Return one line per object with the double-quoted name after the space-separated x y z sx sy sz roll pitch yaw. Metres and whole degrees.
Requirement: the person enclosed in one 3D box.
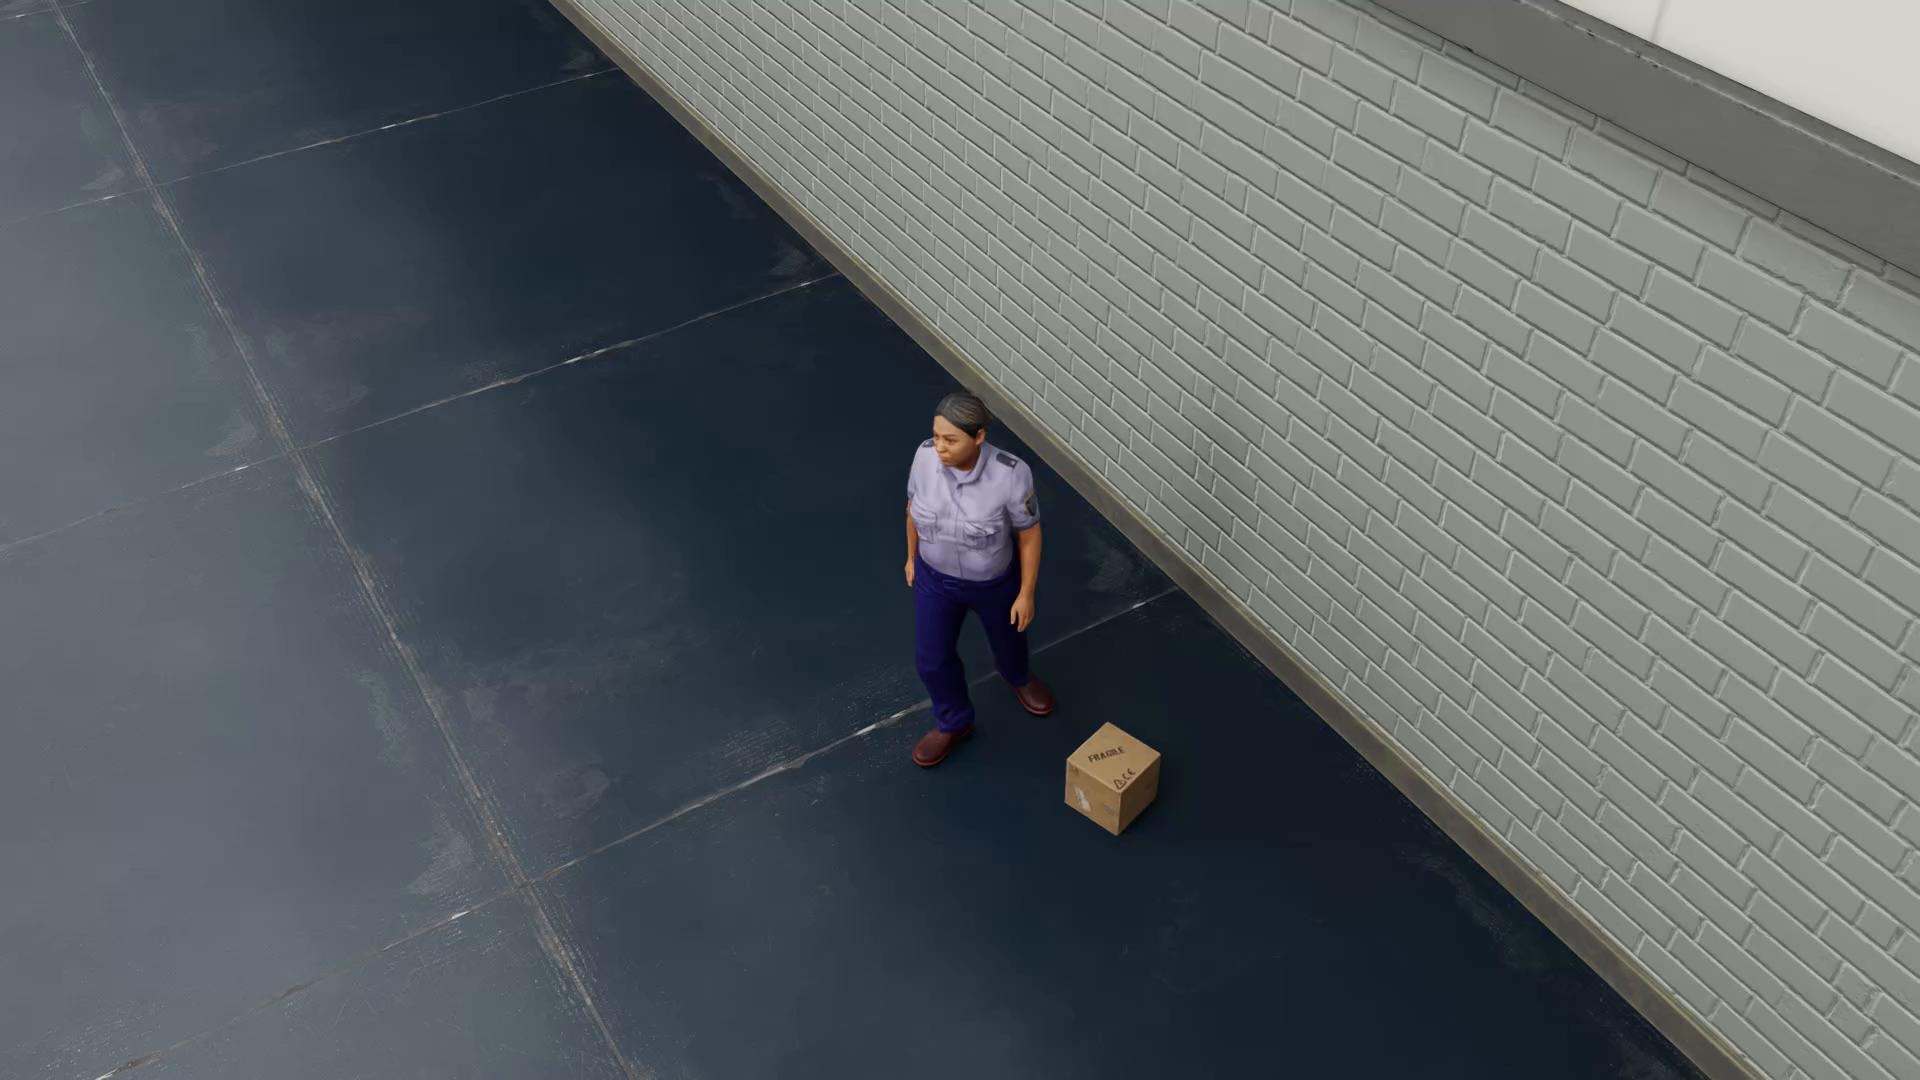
0.064 0.106 6.055 0.554 1.636 0.598 13 43 14 "person"
